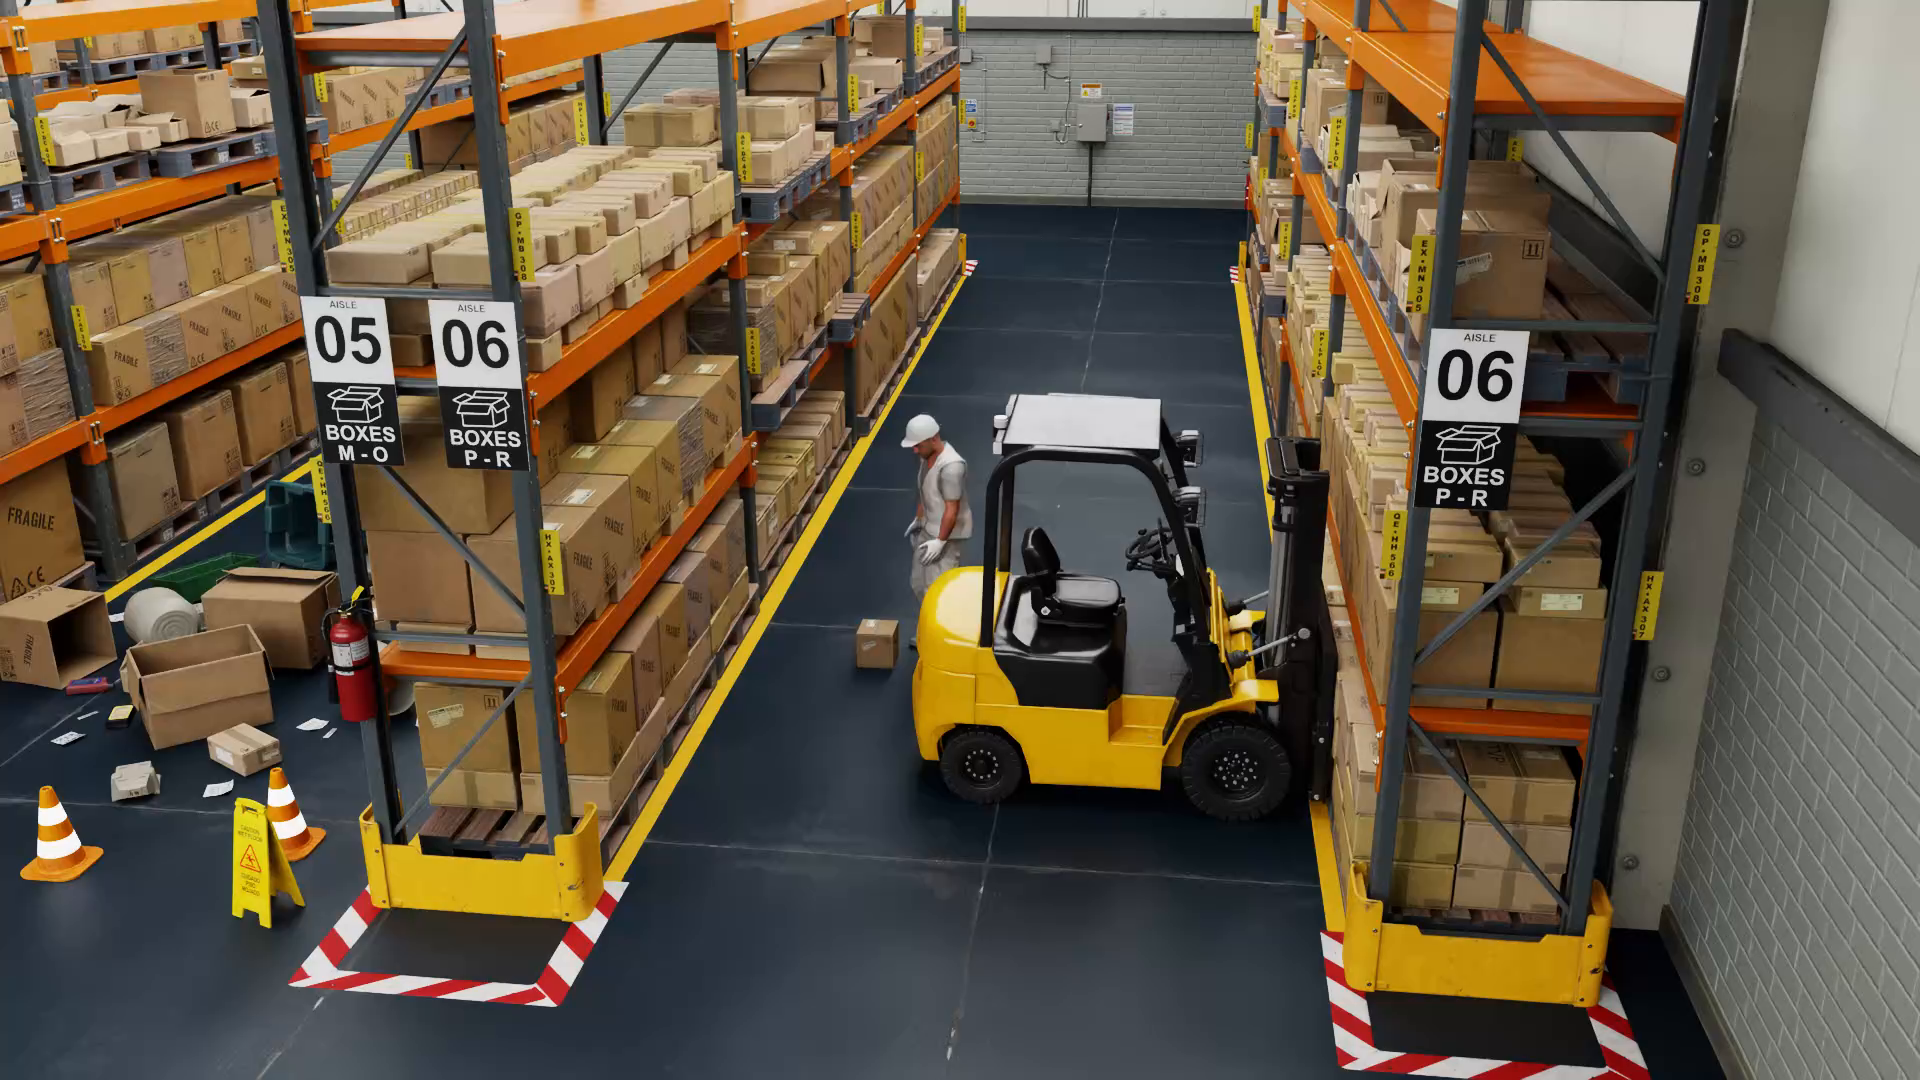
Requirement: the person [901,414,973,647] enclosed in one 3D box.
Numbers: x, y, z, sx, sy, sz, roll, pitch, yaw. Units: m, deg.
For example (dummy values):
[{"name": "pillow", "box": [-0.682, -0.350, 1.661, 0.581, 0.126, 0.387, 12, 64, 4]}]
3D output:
[{"name": "person", "box": [-0.160, -0.024, 11.204, 0.477, 1.724, 0.547, -8, 22, -19]}]
